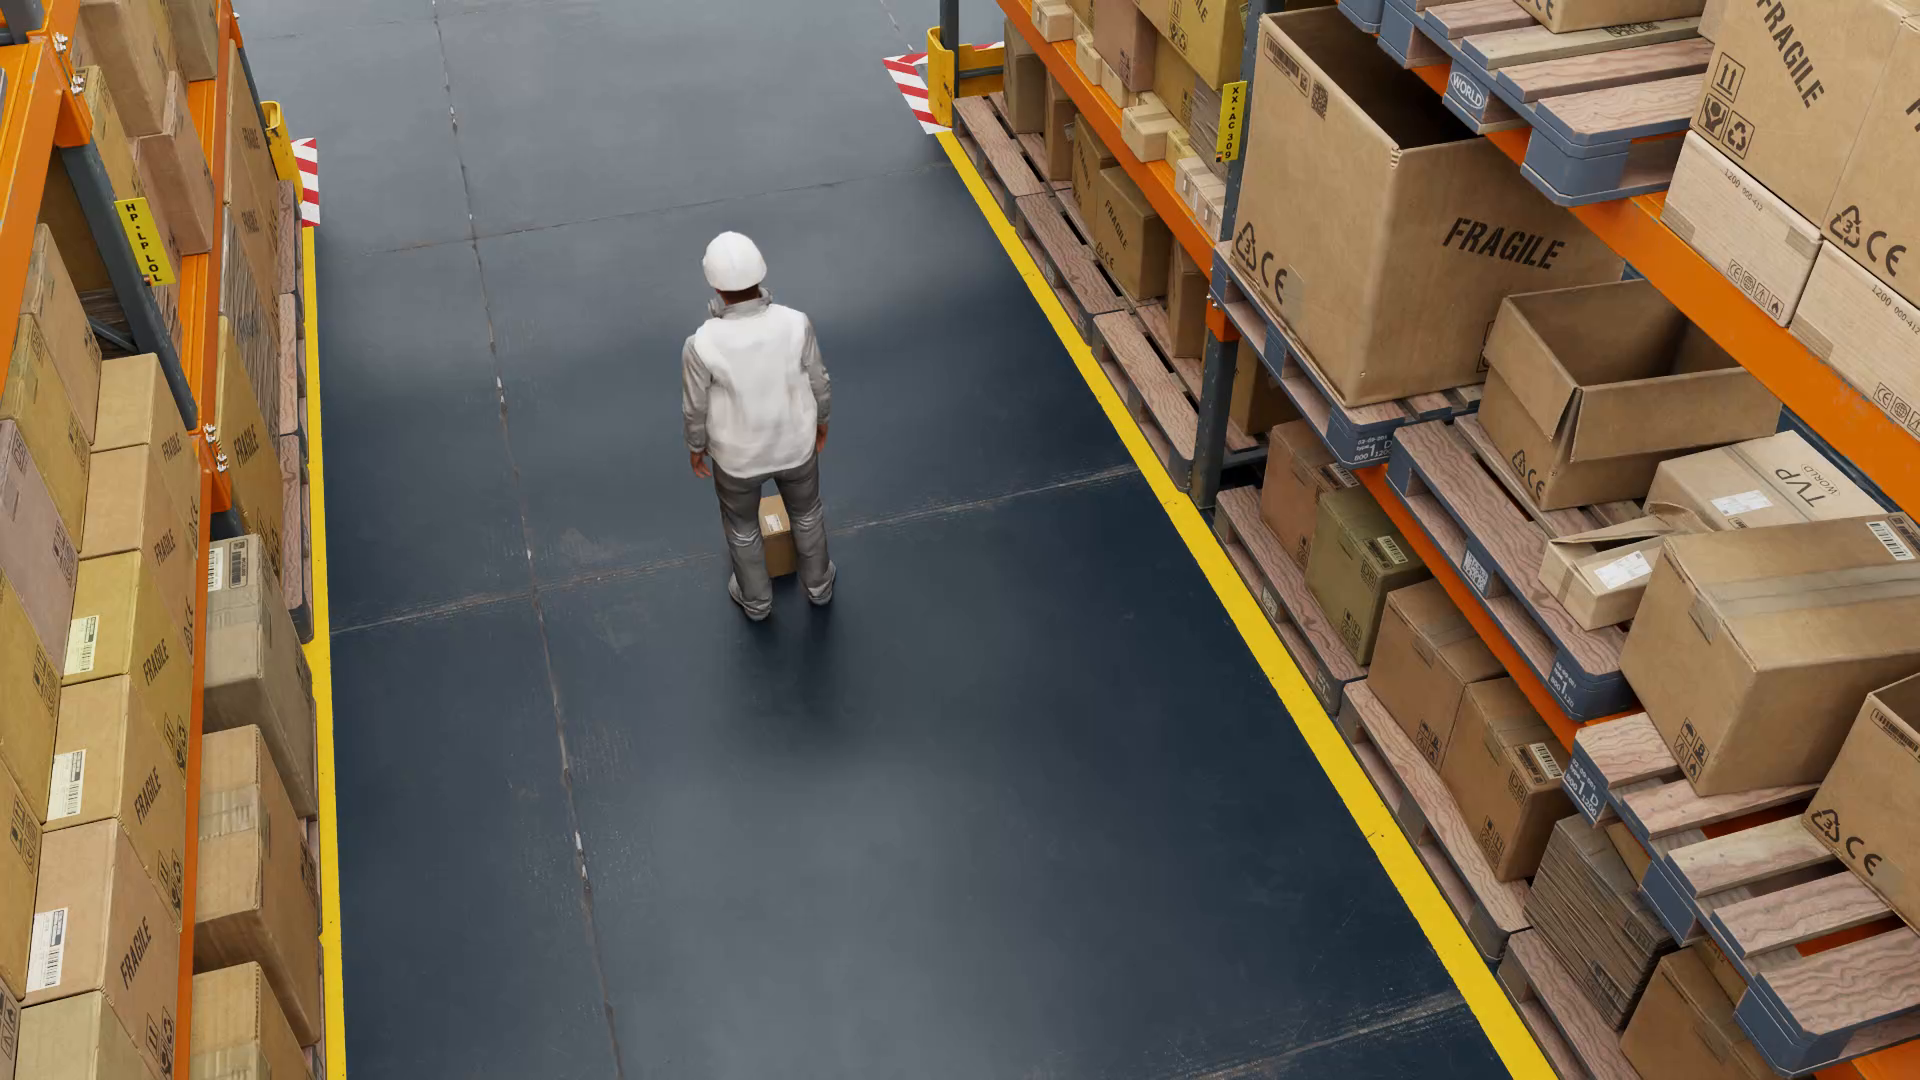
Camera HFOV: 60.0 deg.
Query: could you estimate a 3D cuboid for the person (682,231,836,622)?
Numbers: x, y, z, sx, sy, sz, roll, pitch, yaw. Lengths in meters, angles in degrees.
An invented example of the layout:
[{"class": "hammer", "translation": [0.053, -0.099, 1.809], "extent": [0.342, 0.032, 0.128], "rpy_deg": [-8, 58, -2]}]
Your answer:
[{"class": "person", "translation": [-0.792, -0.408, 6.593], "extent": [0.588, 1.771, 0.464], "rpy_deg": [-13, 44, -14]}]
